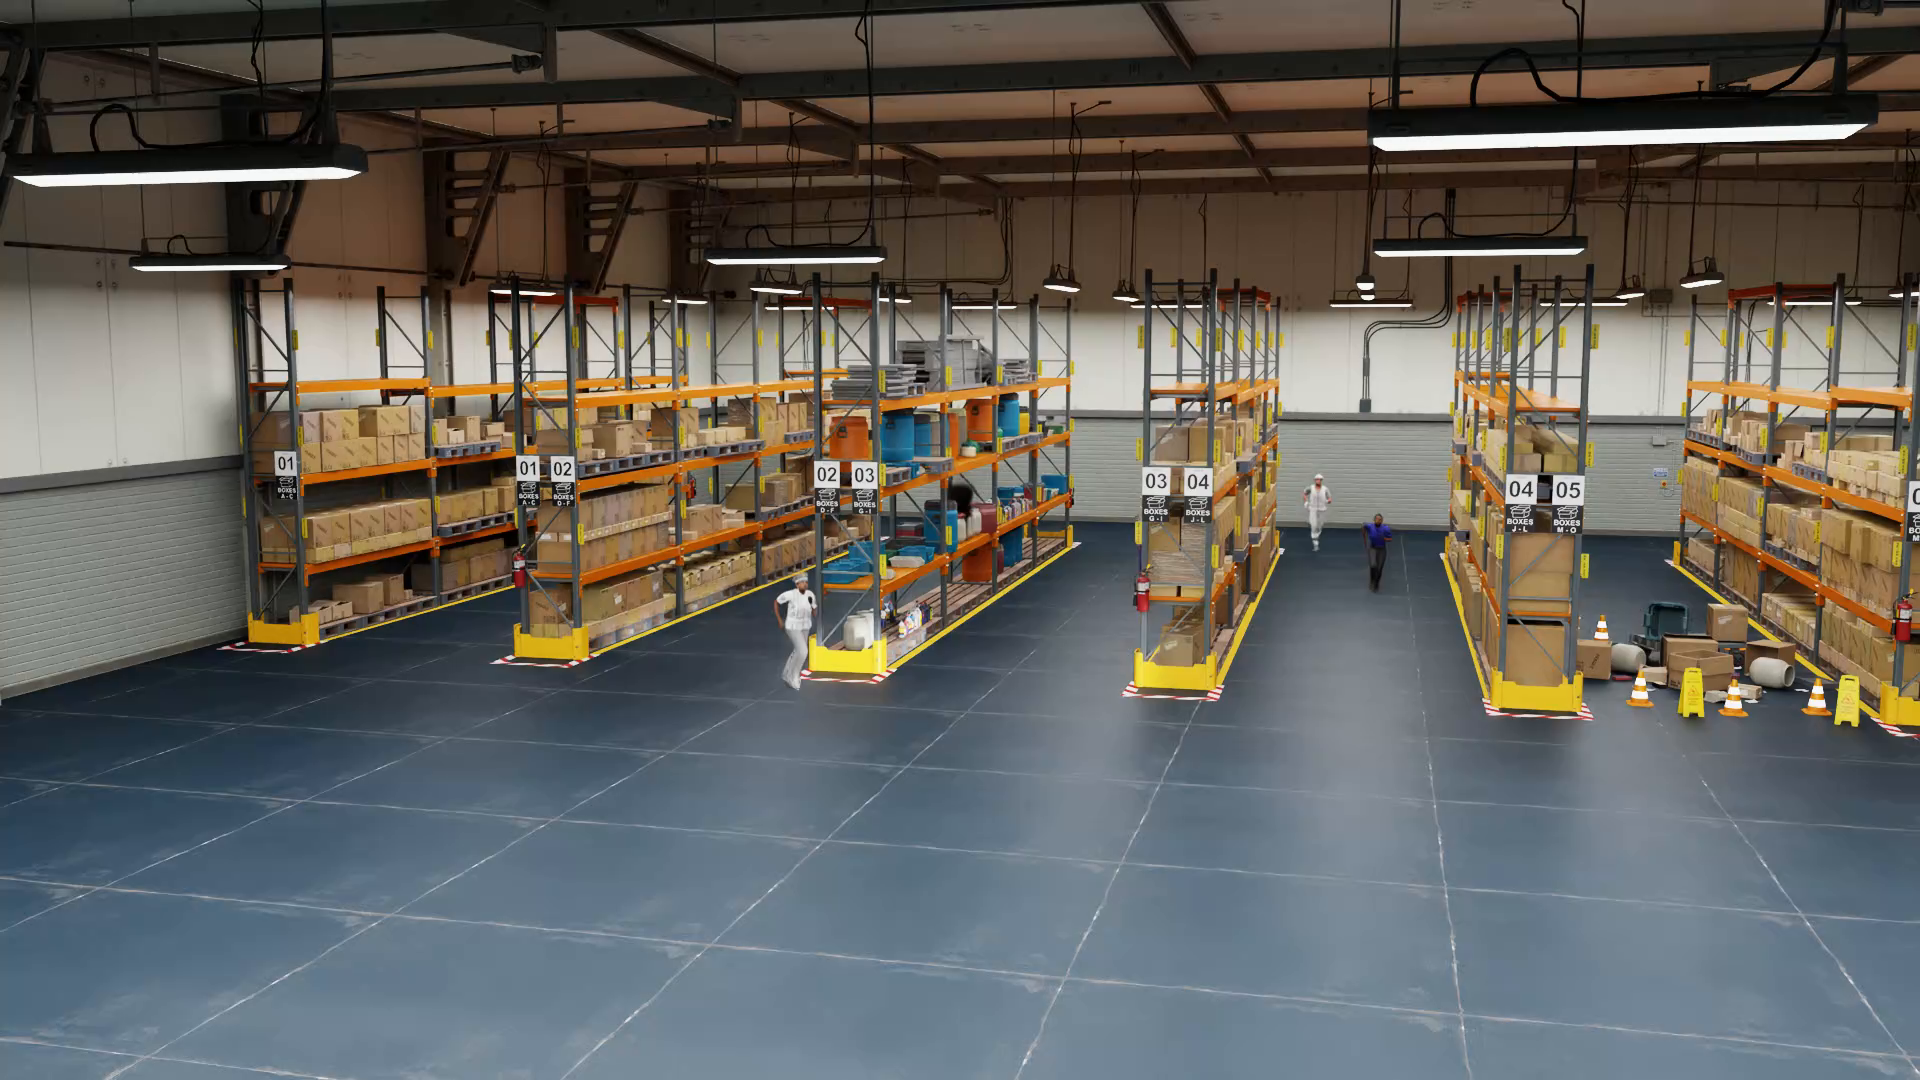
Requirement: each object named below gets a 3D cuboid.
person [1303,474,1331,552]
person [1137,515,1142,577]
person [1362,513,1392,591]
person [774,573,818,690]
[{"bbox_3d":[8.560,-0.676,39.827,0.651,1.805,0.983,0,7,2],"label":"person"},{"bbox_3d":[3.741,0.098,33.024,0.580,1.650,0.639,2,7,15],"label":"person"},{"bbox_3d":[8.278,0.239,33.038,0.565,1.575,0.855,1,7,11],"label":"person"},{"bbox_3d":[-2.330,1.303,23.979,0.581,1.708,0.757,-6,9,-40],"label":"person"}]
